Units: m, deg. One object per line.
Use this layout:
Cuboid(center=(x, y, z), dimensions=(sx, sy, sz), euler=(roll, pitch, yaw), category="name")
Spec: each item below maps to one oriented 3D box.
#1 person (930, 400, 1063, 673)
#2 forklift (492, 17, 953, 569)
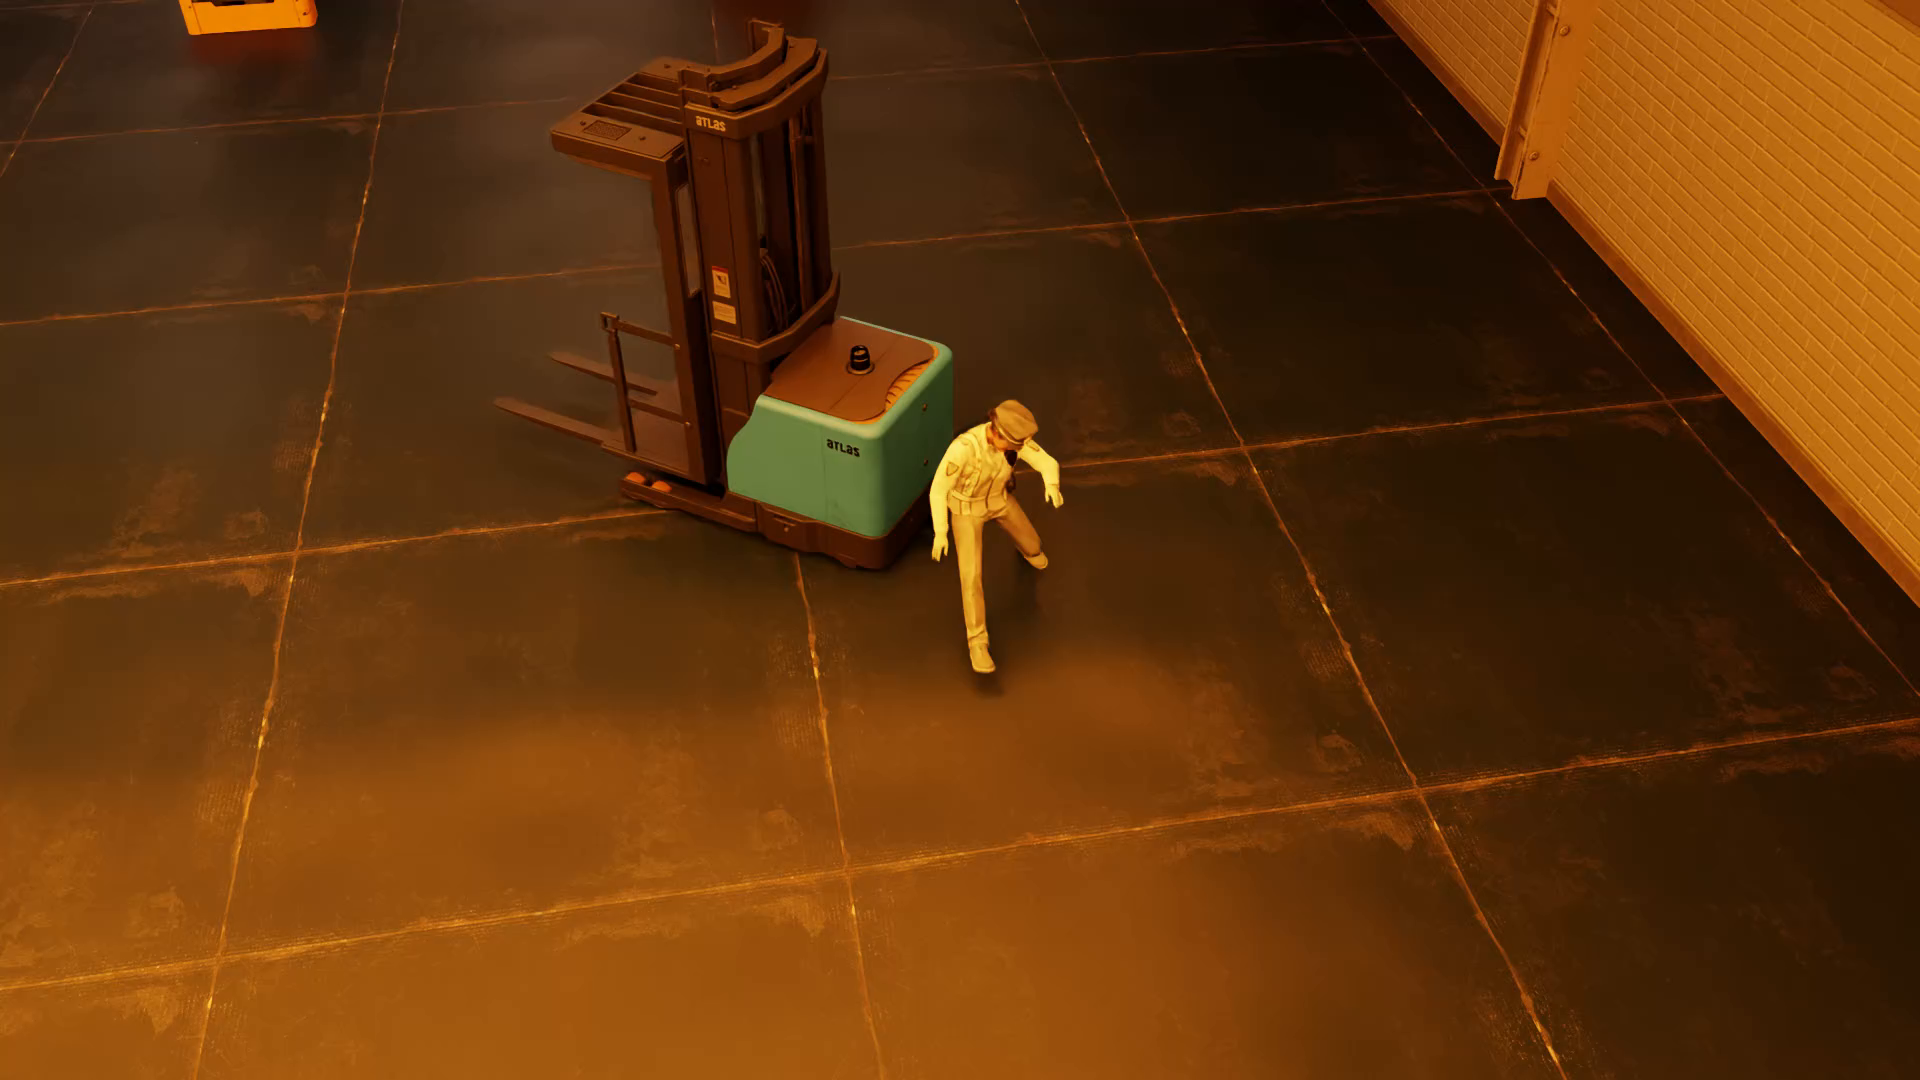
Cuboid(center=(0.263, -0.083, 9.254), dimensions=(0.910, 1.425, 1.106), euler=(-17, 43, -19), category="person")
Cuboid(center=(-1.579, -1.606, 9.847), dimensions=(3.031, 2.935, 1.130), euler=(18, 44, 20), category="forklift")
